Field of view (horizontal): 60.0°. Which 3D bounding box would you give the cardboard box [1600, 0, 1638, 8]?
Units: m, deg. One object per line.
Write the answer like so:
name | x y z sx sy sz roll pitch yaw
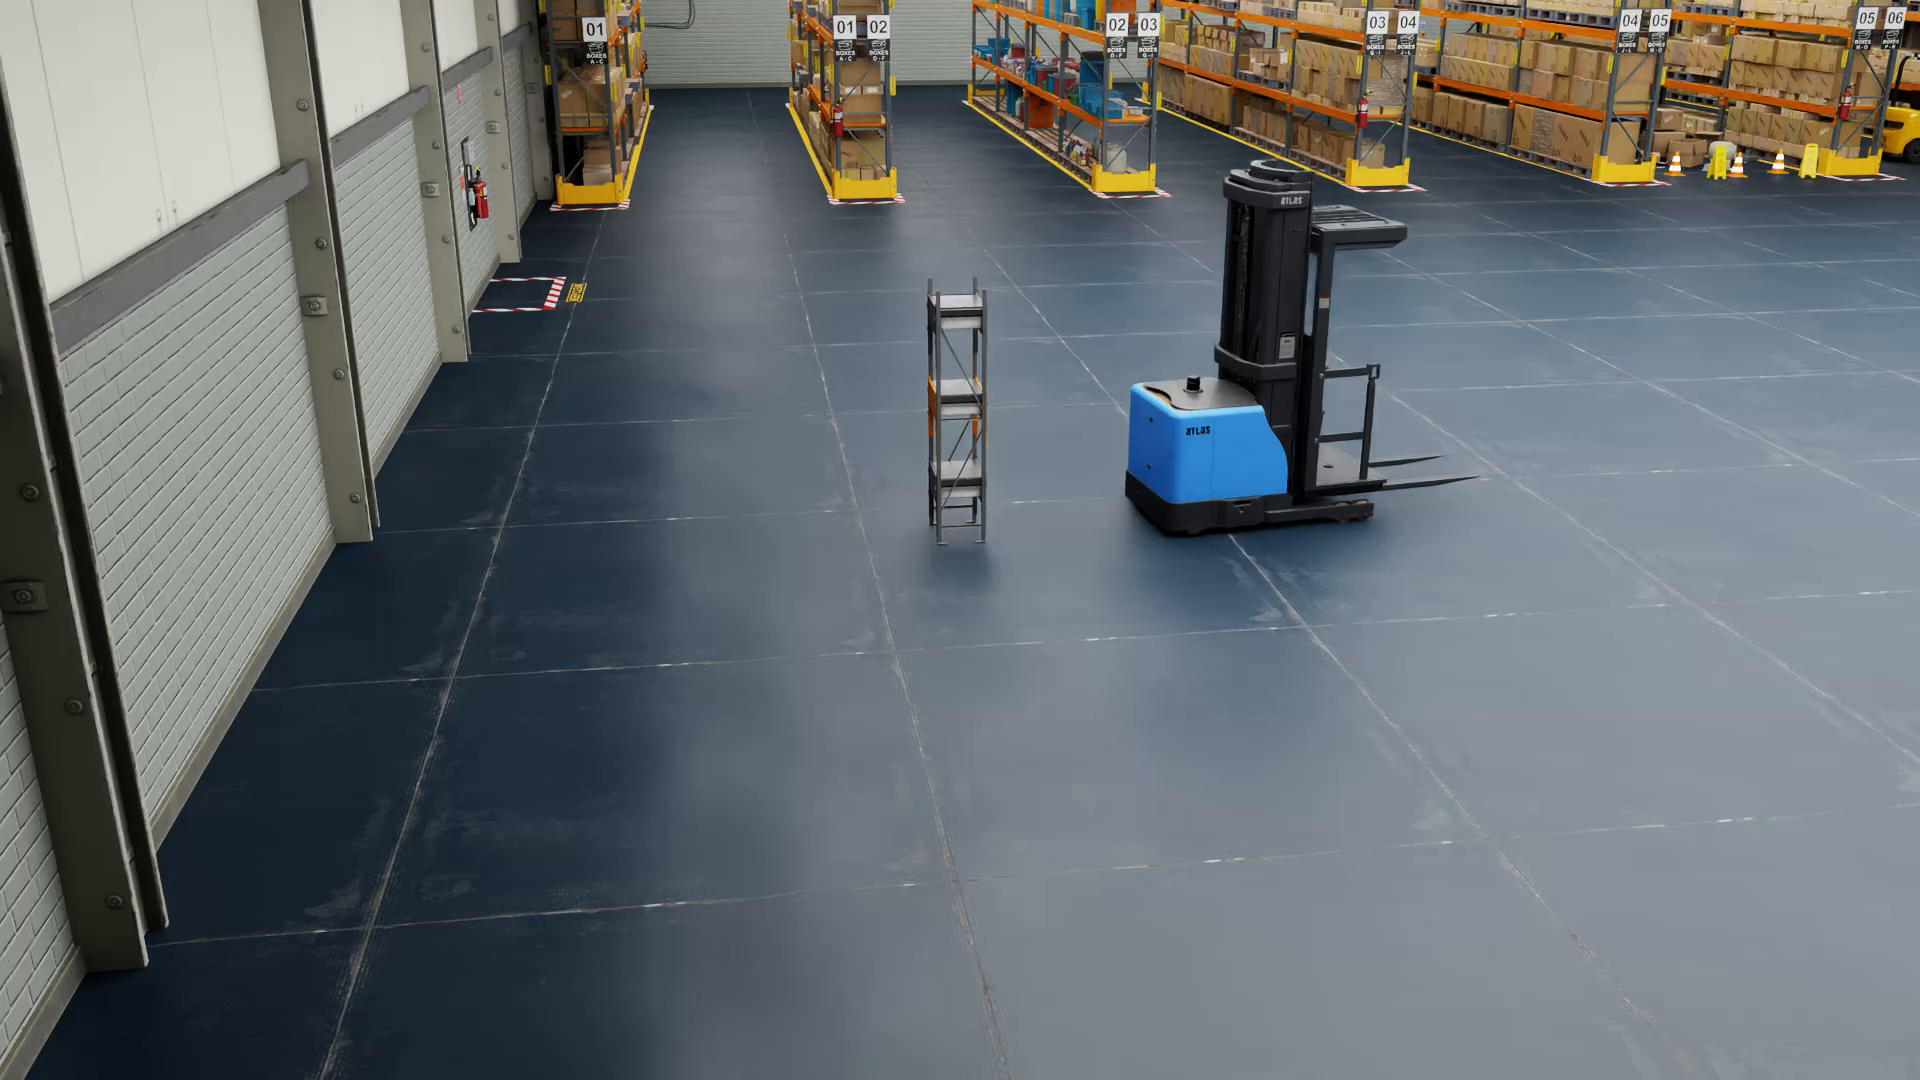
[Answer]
cardboard box | 12.616 -10.327 31.837 0.500 0.250 0.500 -3 21 -7

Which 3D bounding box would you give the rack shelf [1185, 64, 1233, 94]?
rack shelf | 6.599 -11.364 40.882 1.077 0.370 4.000 -3 21 -8

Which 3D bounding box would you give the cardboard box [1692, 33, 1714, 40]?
cardboard box | 17.209 -11.642 38.506 0.380 0.149 0.250 -4 21 -10

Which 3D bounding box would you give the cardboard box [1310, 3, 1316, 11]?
cardboard box | 7.330 -10.833 33.790 0.380 0.149 0.250 -3 21 -7

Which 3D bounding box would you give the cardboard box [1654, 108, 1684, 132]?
cardboard box | 15.513 -9.207 36.569 0.500 0.500 0.500 -3 21 -8

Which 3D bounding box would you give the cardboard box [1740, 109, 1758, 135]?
cardboard box | 17.177 -8.980 35.731 0.500 0.500 0.500 -2 21 -6

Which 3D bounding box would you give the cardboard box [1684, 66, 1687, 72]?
cardboard box | 16.854 -10.817 38.149 0.380 0.149 0.250 -4 21 -10

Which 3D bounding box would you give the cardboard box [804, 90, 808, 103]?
cardboard box | -3.447 -10.581 39.632 0.500 0.250 0.500 -3 21 -9

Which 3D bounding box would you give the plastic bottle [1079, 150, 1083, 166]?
plastic bottle | 2.406 -7.575 32.965 0.061 0.283 0.133 -2 21 -6

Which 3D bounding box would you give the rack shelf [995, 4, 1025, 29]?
rack shelf | 1.698 -12.519 39.689 1.077 0.370 4.000 -3 21 -8

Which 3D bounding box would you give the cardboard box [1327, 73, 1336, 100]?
cardboard box | 7.768 -8.959 32.847 0.875 0.500 0.500 -3 21 -8

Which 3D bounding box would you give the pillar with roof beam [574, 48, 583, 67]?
pillar with roof beam | -5.091 -14.870 40.667 9.100 9.000 0.400 -3 21 -8

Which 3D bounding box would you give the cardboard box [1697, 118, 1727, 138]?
cardboard box | 17.192 -9.270 37.405 0.950 0.372 0.625 -3 21 -7

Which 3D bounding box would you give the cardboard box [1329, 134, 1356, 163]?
cardboard box | 7.775 -7.904 33.564 0.500 0.500 0.500 -1 21 -3

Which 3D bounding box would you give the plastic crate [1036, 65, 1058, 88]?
plastic crate | 1.916 -10.213 36.683 0.402 0.464 0.583 -3 21 -8

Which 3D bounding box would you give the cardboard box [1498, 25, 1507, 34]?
cardboard box | 15.409 -14.434 46.503 0.500 0.500 0.500 -3 21 -9

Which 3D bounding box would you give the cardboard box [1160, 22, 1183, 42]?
cardboard box | 5.689 -13.666 44.737 0.500 0.500 0.500 -3 21 -9

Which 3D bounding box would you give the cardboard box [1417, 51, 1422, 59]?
cardboard box | 11.248 -11.682 40.041 0.380 0.149 0.250 -2 21 -6

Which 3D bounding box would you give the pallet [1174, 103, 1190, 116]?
pallet | 6.278 -11.354 43.814 1.003 0.211 1.213 -3 21 -8

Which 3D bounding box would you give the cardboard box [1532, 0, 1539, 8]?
cardboard box | 12.142 -11.137 34.575 0.380 0.149 0.250 -3 21 -8

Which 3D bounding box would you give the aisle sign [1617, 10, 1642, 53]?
aisle sign | 12.676 -9.632 31.501 0.394 0.787 0.004 -3 21 -8

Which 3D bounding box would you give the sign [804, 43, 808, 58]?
sign | -3.452 -10.984 37.297 0.100 0.325 0.005 -3 21 -8

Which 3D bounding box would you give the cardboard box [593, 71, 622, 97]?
cardboard box | -6.727 -8.669 31.752 0.500 0.500 0.500 -4 21 -9

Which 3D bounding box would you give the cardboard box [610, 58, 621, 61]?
cardboard box | -7.538 -9.919 35.215 0.700 0.500 0.500 -3 21 -8

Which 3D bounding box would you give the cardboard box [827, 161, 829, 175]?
cardboard box | -2.291 -7.165 31.942 0.500 0.250 0.500 -3 21 -8

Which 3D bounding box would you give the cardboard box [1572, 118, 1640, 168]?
cardboard box | 12.800 -7.886 32.980 0.875 0.875 0.875 -3 21 -7

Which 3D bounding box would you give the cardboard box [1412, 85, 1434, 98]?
cardboard box | 11.368 -10.998 40.776 0.500 0.250 0.500 -3 21 -7

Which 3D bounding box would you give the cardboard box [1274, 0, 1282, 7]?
cardboard box | 7.094 -11.760 36.362 0.380 0.166 0.250 -3 21 -9

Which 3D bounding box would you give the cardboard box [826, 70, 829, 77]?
cardboard box | -2.493 -9.373 33.454 0.380 0.149 0.250 -3 21 -8

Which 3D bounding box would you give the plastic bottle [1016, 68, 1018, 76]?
plastic bottle | 1.389 -11.107 39.450 0.097 0.201 0.097 0 20 0

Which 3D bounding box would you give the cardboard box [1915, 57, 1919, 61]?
cardboard box | 21.857 -10.921 37.599 0.380 0.149 0.250 -3 21 -9

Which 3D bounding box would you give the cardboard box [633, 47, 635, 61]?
cardboard box | -7.931 -11.341 39.198 0.500 0.500 0.500 -3 21 -8

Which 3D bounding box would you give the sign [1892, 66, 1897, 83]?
sign | 18.384 -9.171 32.746 0.100 0.325 0.005 -3 21 -8

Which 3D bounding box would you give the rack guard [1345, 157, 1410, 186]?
rack guard | 8.029 -7.094 31.994 1.175 0.500 0.348 -3 21 -8

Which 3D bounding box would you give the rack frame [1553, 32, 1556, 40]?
rack frame | 16.117 -12.893 43.949 1.000 3.000 0.127 -3 21 -8

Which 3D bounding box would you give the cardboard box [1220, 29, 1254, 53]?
cardboard box | 6.706 -12.005 39.994 0.797 0.503 0.637 -2 21 -6

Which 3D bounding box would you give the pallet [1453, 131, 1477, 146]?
pallet | 12.021 -9.219 38.097 1.003 0.211 1.213 -3 21 -8

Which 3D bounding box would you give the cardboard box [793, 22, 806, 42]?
cardboard box | -4.042 -13.098 42.926 0.500 0.500 0.500 -3 21 -8

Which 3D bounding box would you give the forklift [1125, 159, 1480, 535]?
forklift | 3.021 -1.692 14.059 3.031 2.935 1.130 -6 21 -15

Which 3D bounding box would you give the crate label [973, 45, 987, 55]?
crate label | 0.542 -13.376 45.395 0.416 0.233 0.303 -3 21 -8

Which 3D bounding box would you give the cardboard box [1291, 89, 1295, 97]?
cardboard box | 7.197 -9.416 34.998 0.380 0.149 0.250 -3 21 -8

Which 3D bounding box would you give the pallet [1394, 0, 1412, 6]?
pallet | 11.369 -13.347 41.147 1.213 0.211 1.003 -3 21 -8

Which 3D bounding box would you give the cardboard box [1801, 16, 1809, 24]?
cardboard box | 17.362 -10.580 33.827 0.380 0.149 0.250 -3 21 -9

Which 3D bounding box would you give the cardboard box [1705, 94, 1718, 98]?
cardboard box | 20.657 -12.184 45.524 0.380 0.149 0.250 -4 21 -9

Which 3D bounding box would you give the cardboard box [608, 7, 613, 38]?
cardboard box | -6.507 -9.266 29.780 0.500 0.500 0.500 -2 21 -4

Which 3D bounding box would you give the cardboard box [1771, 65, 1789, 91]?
cardboard box | 17.305 -9.622 34.622 0.500 0.500 0.500 -3 21 -7

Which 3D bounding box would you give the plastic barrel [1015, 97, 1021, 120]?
plastic barrel | 1.566 -10.540 40.605 0.421 0.512 0.421 0 20 0

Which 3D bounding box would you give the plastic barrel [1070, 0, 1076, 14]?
plastic barrel | 2.430 -10.869 33.482 0.421 0.512 0.421 0 20 0

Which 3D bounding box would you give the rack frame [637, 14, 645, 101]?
rack frame | -8.971 -13.028 44.312 1.000 3.000 0.127 -3 21 -8

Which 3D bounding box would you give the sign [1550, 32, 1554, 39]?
sign | 15.568 -13.307 43.707 0.100 0.325 0.005 -3 21 -8

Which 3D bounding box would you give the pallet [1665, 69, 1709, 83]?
pallet | 17.019 -10.735 38.445 1.003 0.211 1.213 -3 21 -8

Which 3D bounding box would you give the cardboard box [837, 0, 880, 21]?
cardboard box | -1.842 -9.655 30.044 0.797 0.503 0.637 -1 21 -4

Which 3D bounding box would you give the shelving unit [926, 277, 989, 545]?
shelving unit | -0.024 -1.041 13.502 0.431 2.100 0.503 -3 21 -8

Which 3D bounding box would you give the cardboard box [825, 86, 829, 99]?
cardboard box | -2.648 -9.357 34.674 0.396 0.266 0.258 -3 21 -9

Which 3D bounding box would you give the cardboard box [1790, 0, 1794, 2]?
cardboard box | 17.298 -11.124 34.146 0.380 0.149 0.250 -3 21 -7

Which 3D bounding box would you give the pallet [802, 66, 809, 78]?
pallet | -3.201 -11.093 39.404 1.003 0.211 1.213 -3 21 -8

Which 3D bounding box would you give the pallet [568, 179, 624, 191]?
pallet | -6.758 -6.492 30.796 1.003 0.211 1.213 -3 21 -8
